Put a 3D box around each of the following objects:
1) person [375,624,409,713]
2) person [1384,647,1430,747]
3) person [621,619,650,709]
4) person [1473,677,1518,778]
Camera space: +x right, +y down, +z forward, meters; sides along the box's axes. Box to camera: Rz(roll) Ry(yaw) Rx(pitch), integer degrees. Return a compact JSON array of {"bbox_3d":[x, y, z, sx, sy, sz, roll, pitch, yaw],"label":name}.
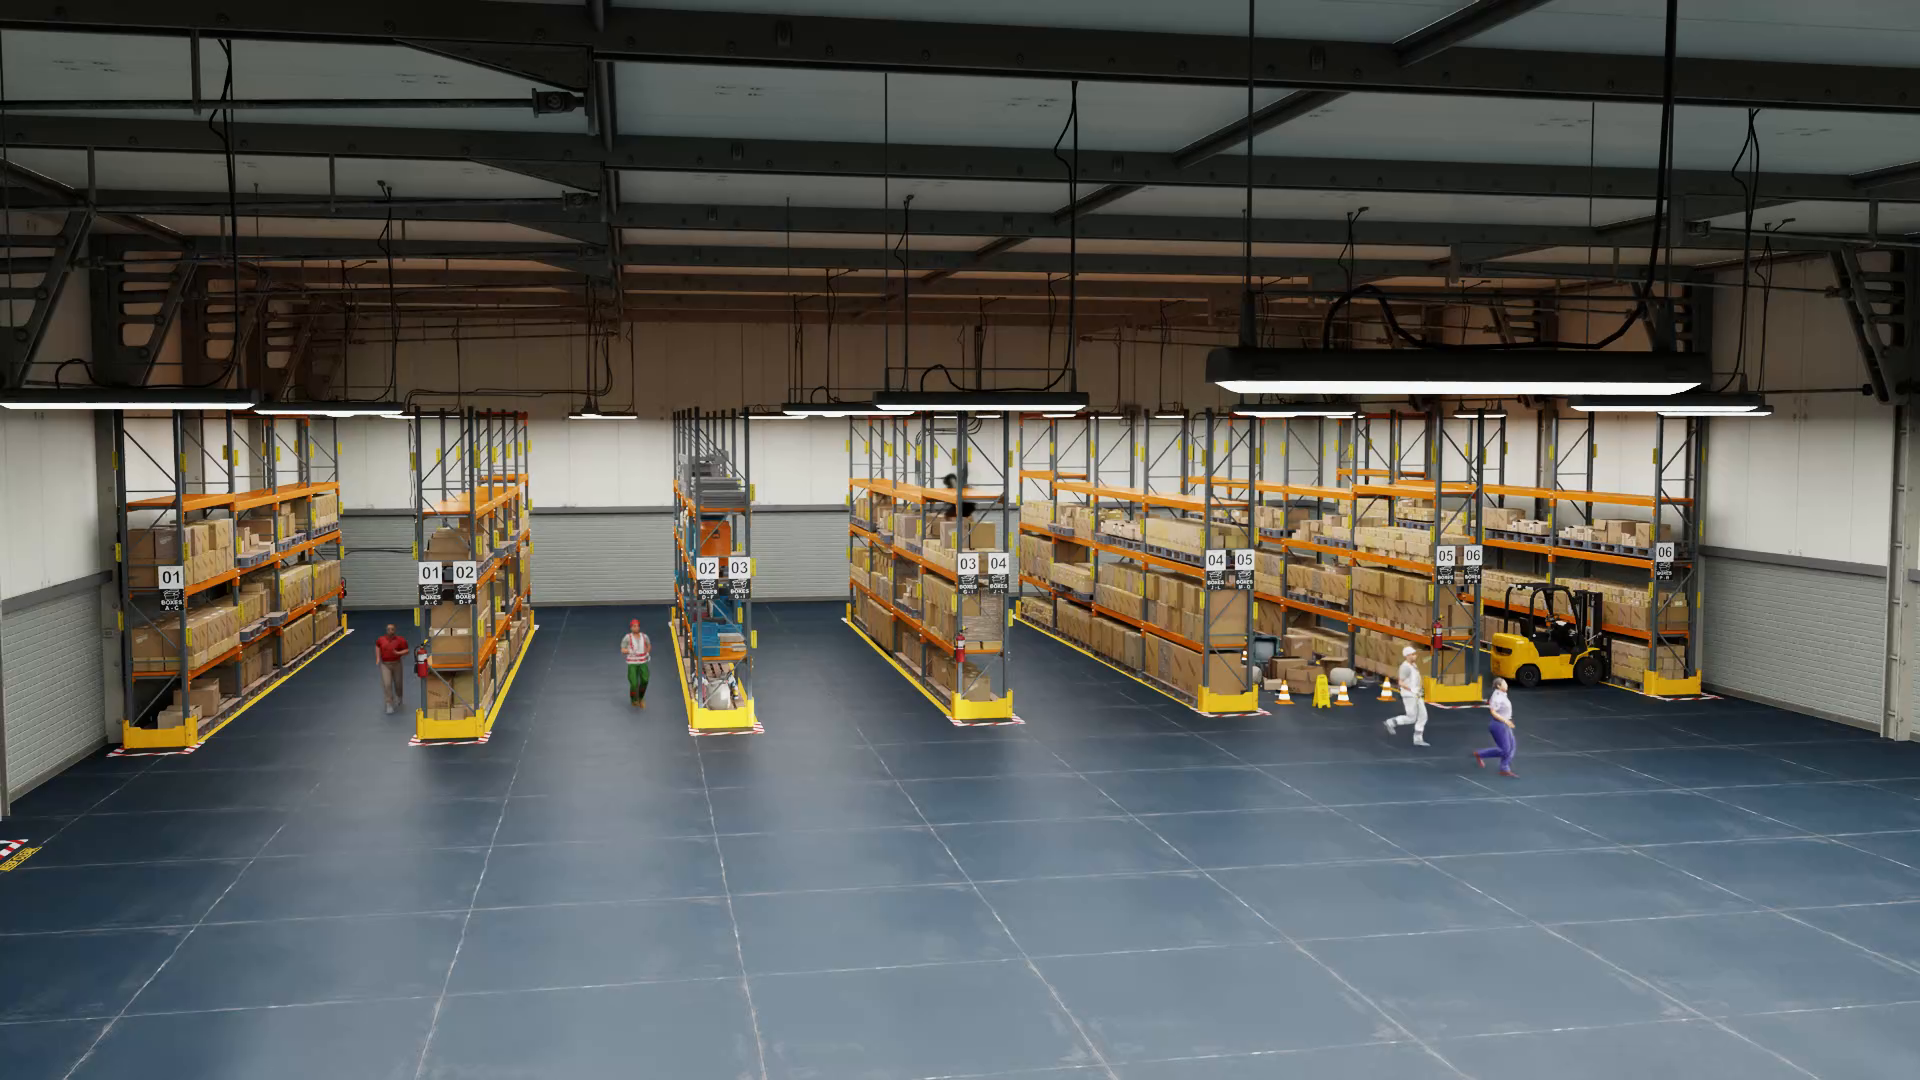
[{"bbox_3d":[-11.215,2.503,32.857,0.663,1.713,0.974,-1,4,-13],"label":"person"},{"bbox_3d":[7.961,2.763,29.491,0.825,1.754,0.668,3,5,35],"label":"person"},{"bbox_3d":[-6.417,2.480,33.137,0.634,1.786,0.645,-2,4,-24],"label":"person"},{"bbox_3d":[8.676,3.022,26.877,0.685,1.623,0.608,2,4,22],"label":"person"}]
